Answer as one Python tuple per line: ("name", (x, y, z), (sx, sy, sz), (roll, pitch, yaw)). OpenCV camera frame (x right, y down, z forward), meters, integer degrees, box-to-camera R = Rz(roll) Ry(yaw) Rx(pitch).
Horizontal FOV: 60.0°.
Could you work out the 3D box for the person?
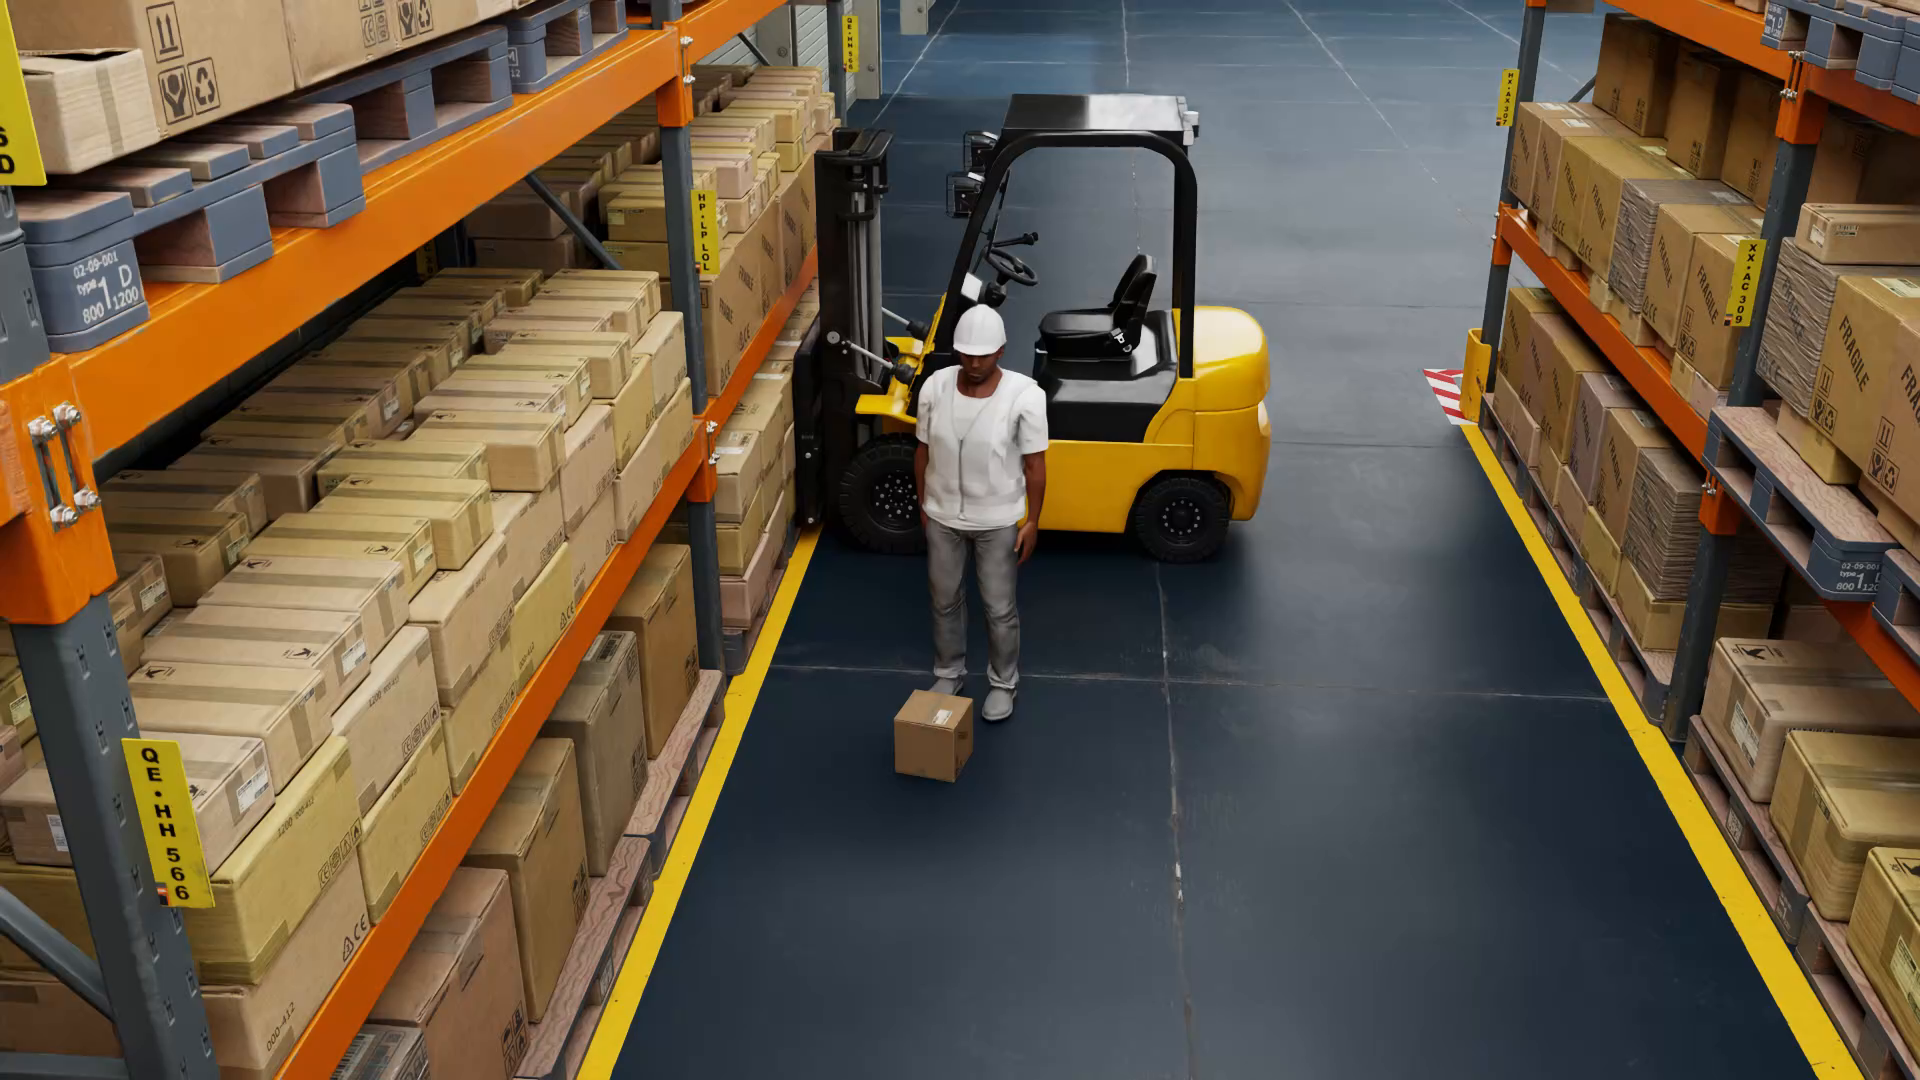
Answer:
("person", (0.073, -0.104, 6.807), (0.565, 1.763, 0.353), (8, 26, 17))
